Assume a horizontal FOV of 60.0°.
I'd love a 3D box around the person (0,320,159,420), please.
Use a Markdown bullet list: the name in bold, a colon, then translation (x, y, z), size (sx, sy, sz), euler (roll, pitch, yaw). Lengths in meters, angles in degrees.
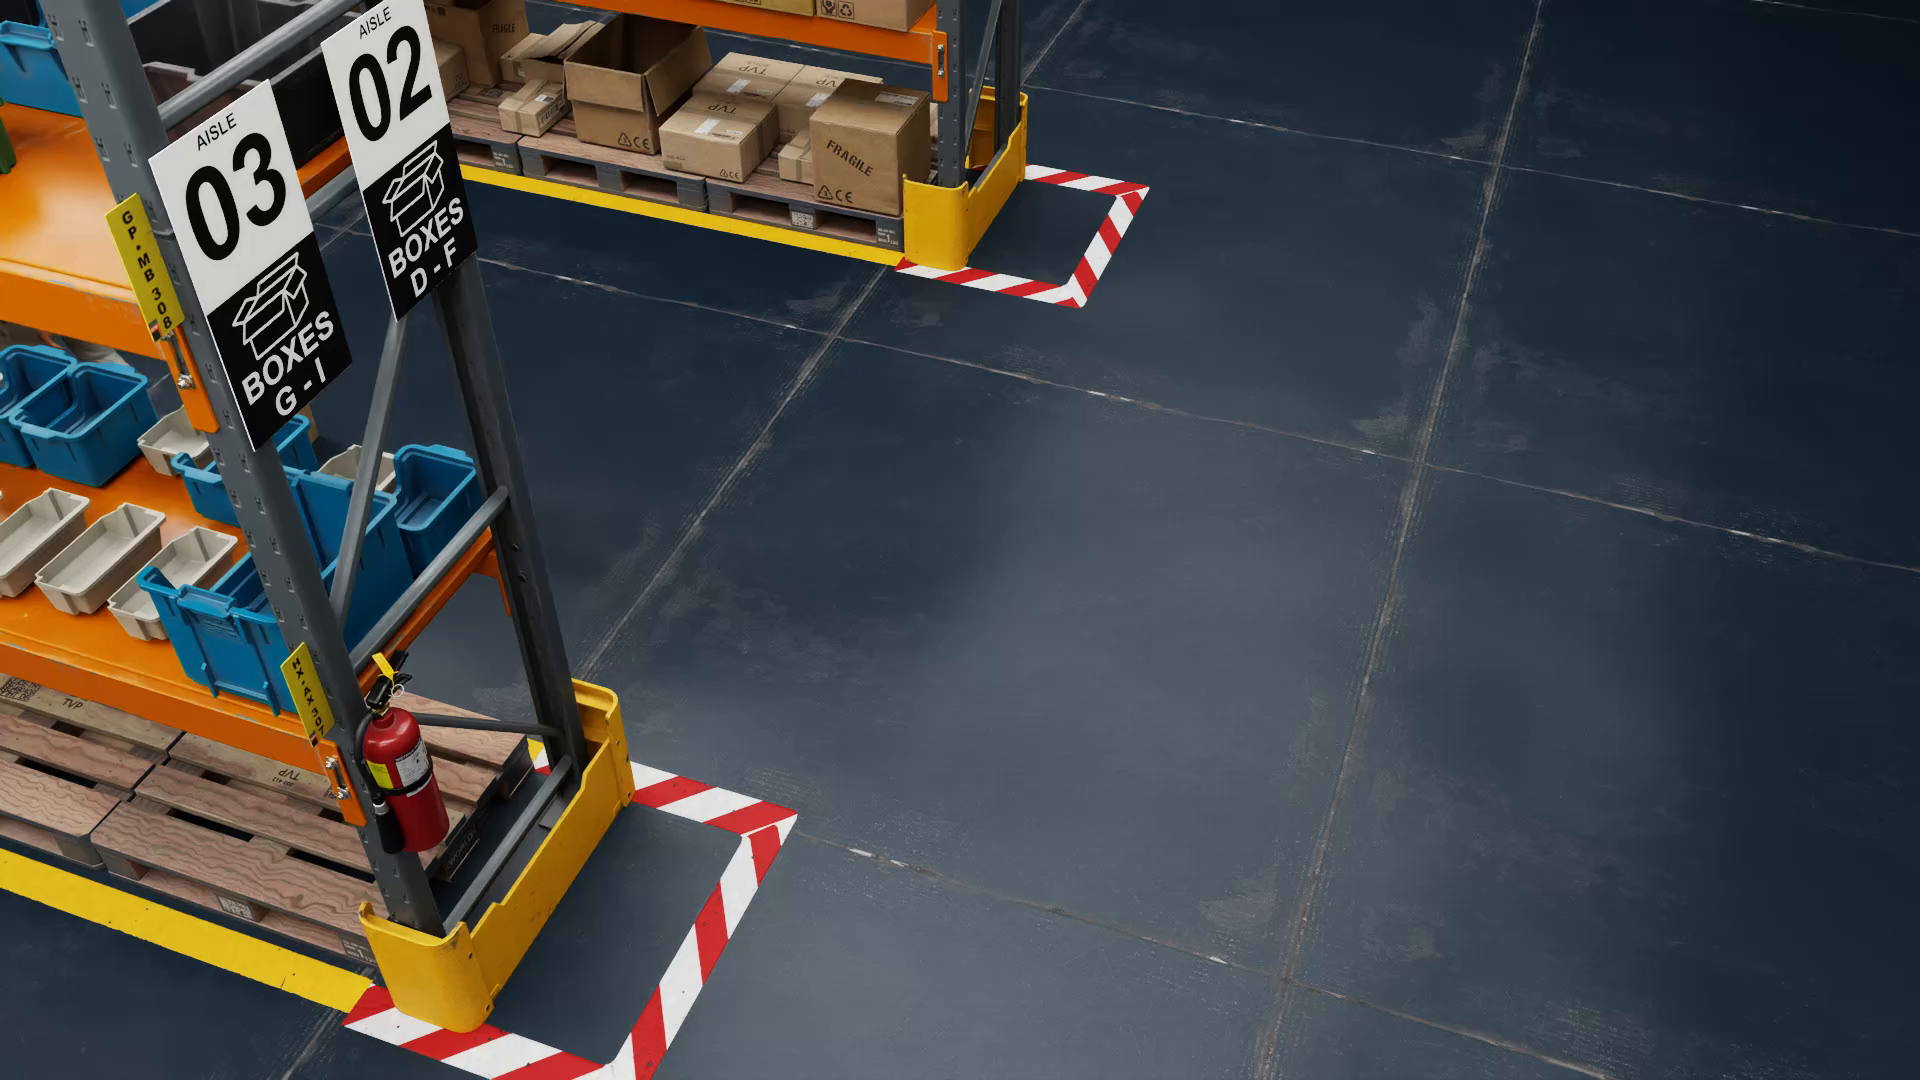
- **person**: translation (-4.133, -1.075, 7.373), size (0.821, 1.662, 0.482), euler (11, 43, 13)
